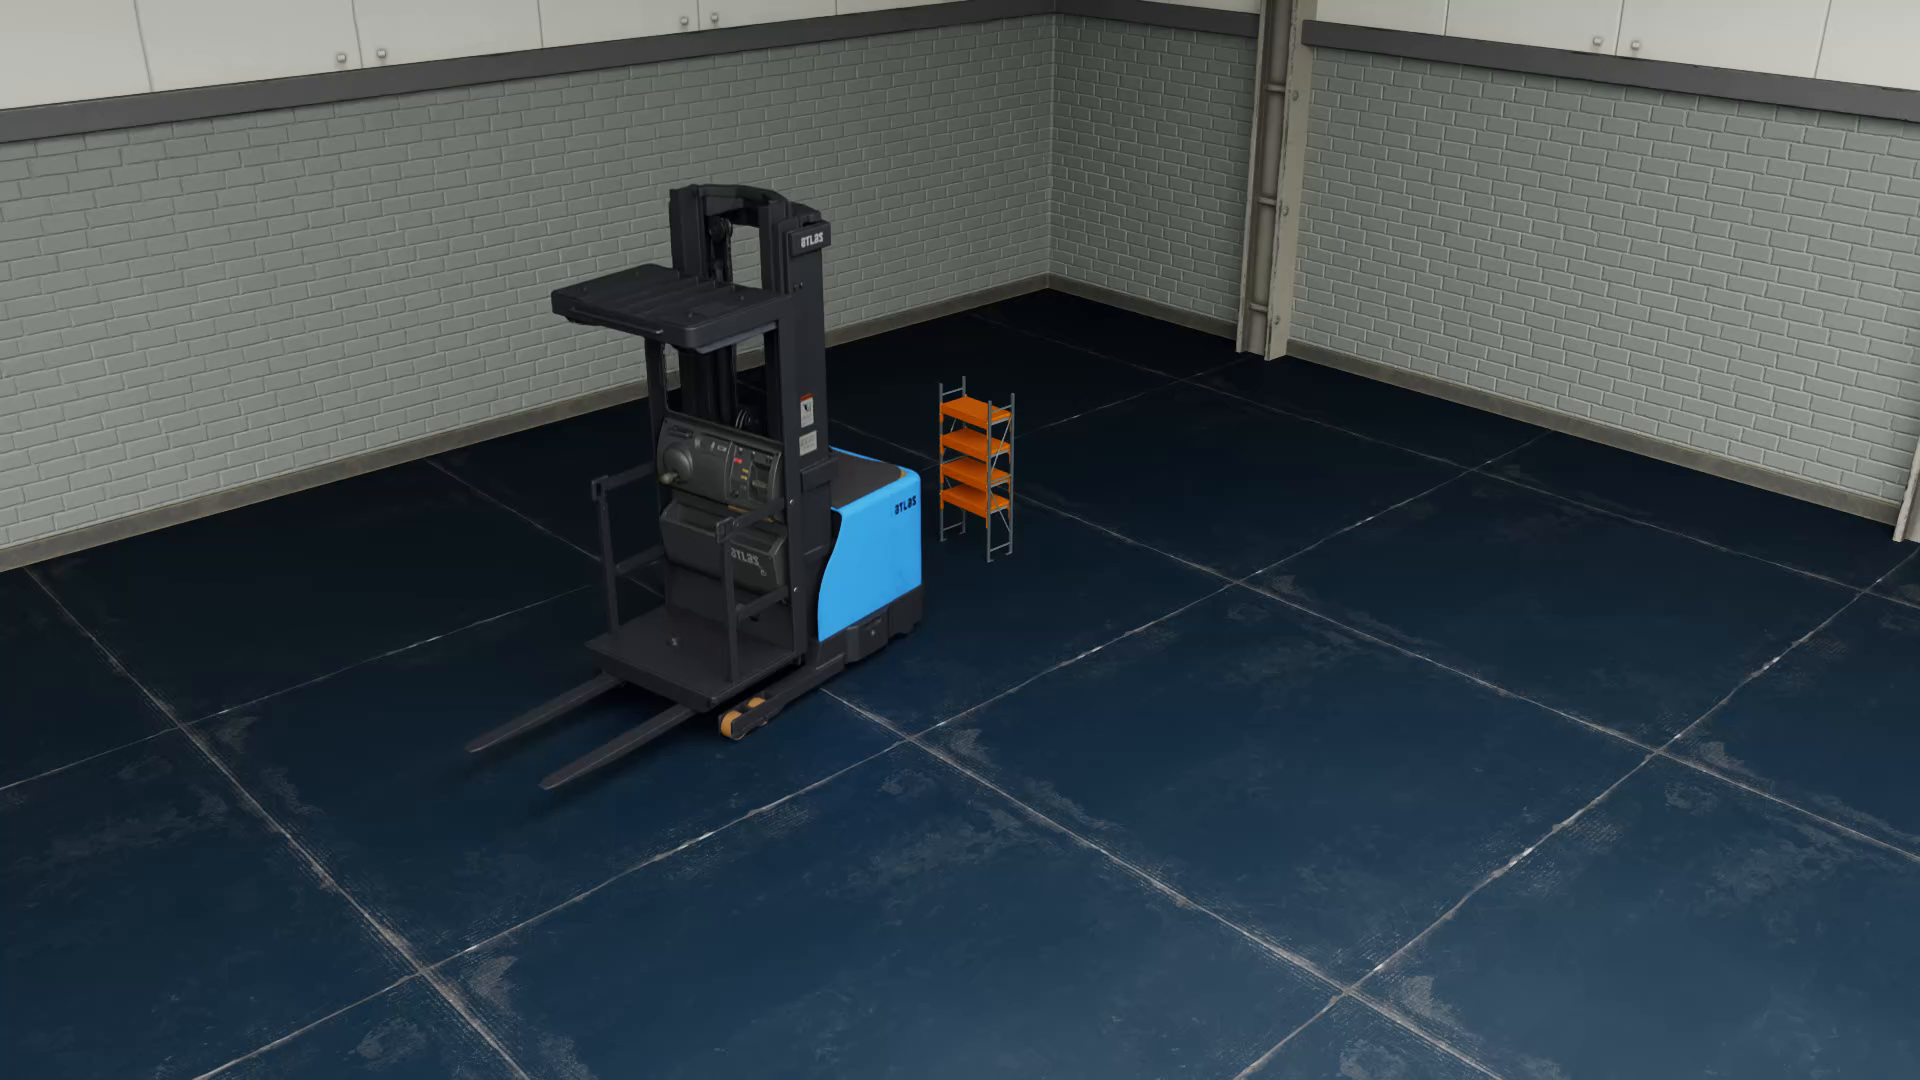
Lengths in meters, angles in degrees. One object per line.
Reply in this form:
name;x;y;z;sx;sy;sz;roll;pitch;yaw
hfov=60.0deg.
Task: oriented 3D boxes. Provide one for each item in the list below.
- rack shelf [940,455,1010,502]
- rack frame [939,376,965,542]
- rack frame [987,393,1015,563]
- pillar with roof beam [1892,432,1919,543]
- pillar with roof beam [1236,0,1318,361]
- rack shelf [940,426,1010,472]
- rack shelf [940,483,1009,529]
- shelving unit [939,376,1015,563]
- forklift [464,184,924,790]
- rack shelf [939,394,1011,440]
rack shelf;0.113;-0.435;11.716;0.258;0.148;0.480;-21;32;-38
rack frame;-0.054;-0.570;11.850;0.240;1.200;0.015;-21;32;-38
rack frame;0.280;-0.422;11.526;0.240;1.200;0.015;-21;32;-38
pillar with roof beam;3.859;-2.859;7.472;9.100;9.000;0.400;-21;32;-38
pillar with roof beam;-0.242;-4.677;11.457;9.100;9.000;0.400;-21;32;-38
rack shelf;0.113;-0.638;11.623;0.258;0.148;0.480;-21;32;-38
rack shelf;0.113;-0.254;11.798;0.258;0.148;0.480;-21;32;-38
shelving unit;0.113;-0.496;11.688;0.258;1.200;0.503;-21;32;-38
forklift;-1.518;-0.416;9.428;1.130;2.935;3.031;17;30;33
rack shelf;0.113;-0.853;11.525;0.258;0.148;0.480;-21;32;-38
